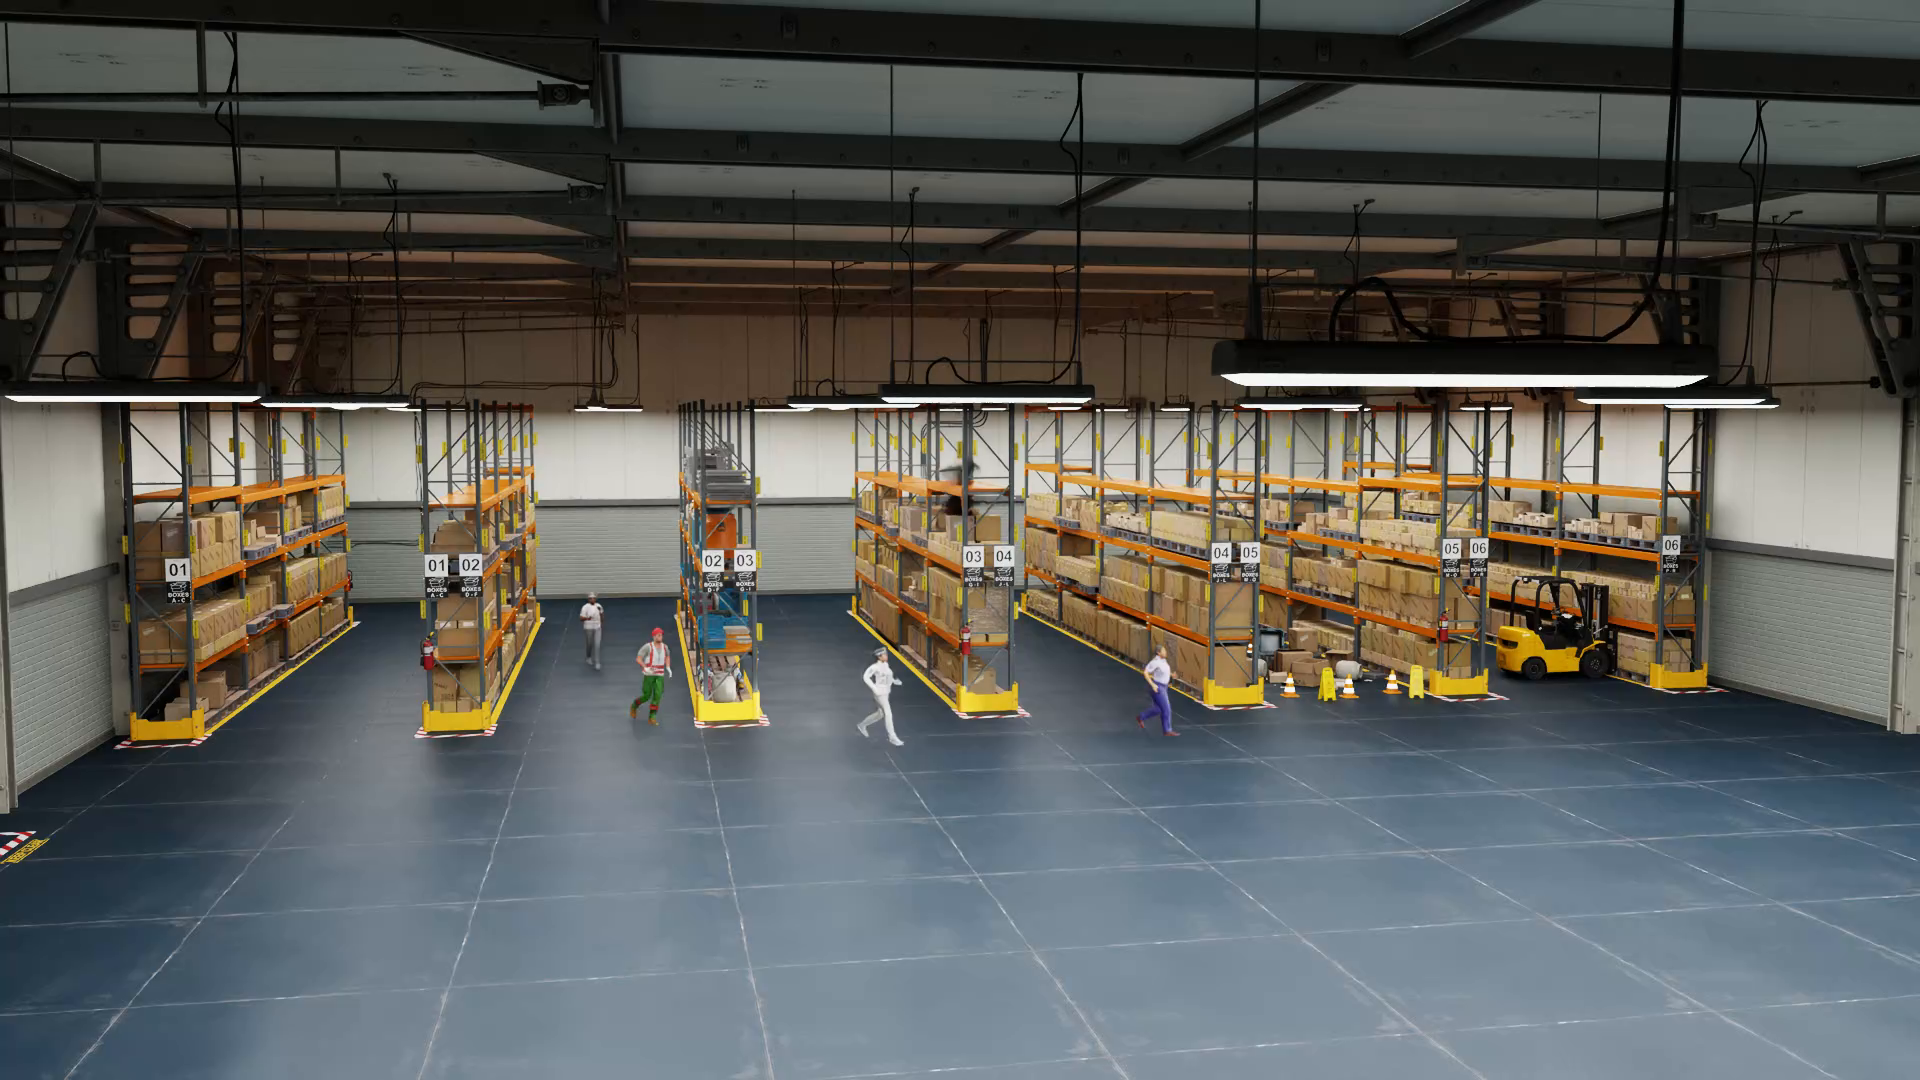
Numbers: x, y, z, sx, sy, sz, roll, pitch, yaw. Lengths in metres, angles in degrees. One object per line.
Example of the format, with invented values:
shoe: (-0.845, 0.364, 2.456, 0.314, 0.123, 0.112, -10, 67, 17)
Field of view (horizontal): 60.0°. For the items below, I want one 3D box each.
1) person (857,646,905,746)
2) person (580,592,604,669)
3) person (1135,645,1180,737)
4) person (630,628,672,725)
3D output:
person: (-1.385, 2.697, 28.900, 0.925, 1.703, 0.616, 2, 5, 20)
person: (-8.283, 2.013, 37.512, 0.575, 1.696, 0.909, -2, 5, -21)
person: (3.502, 2.710, 29.586, 0.855, 1.538, 0.610, 2, 5, 23)
person: (-5.691, 2.511, 30.966, 0.725, 1.754, 0.791, -4, 6, -40)
